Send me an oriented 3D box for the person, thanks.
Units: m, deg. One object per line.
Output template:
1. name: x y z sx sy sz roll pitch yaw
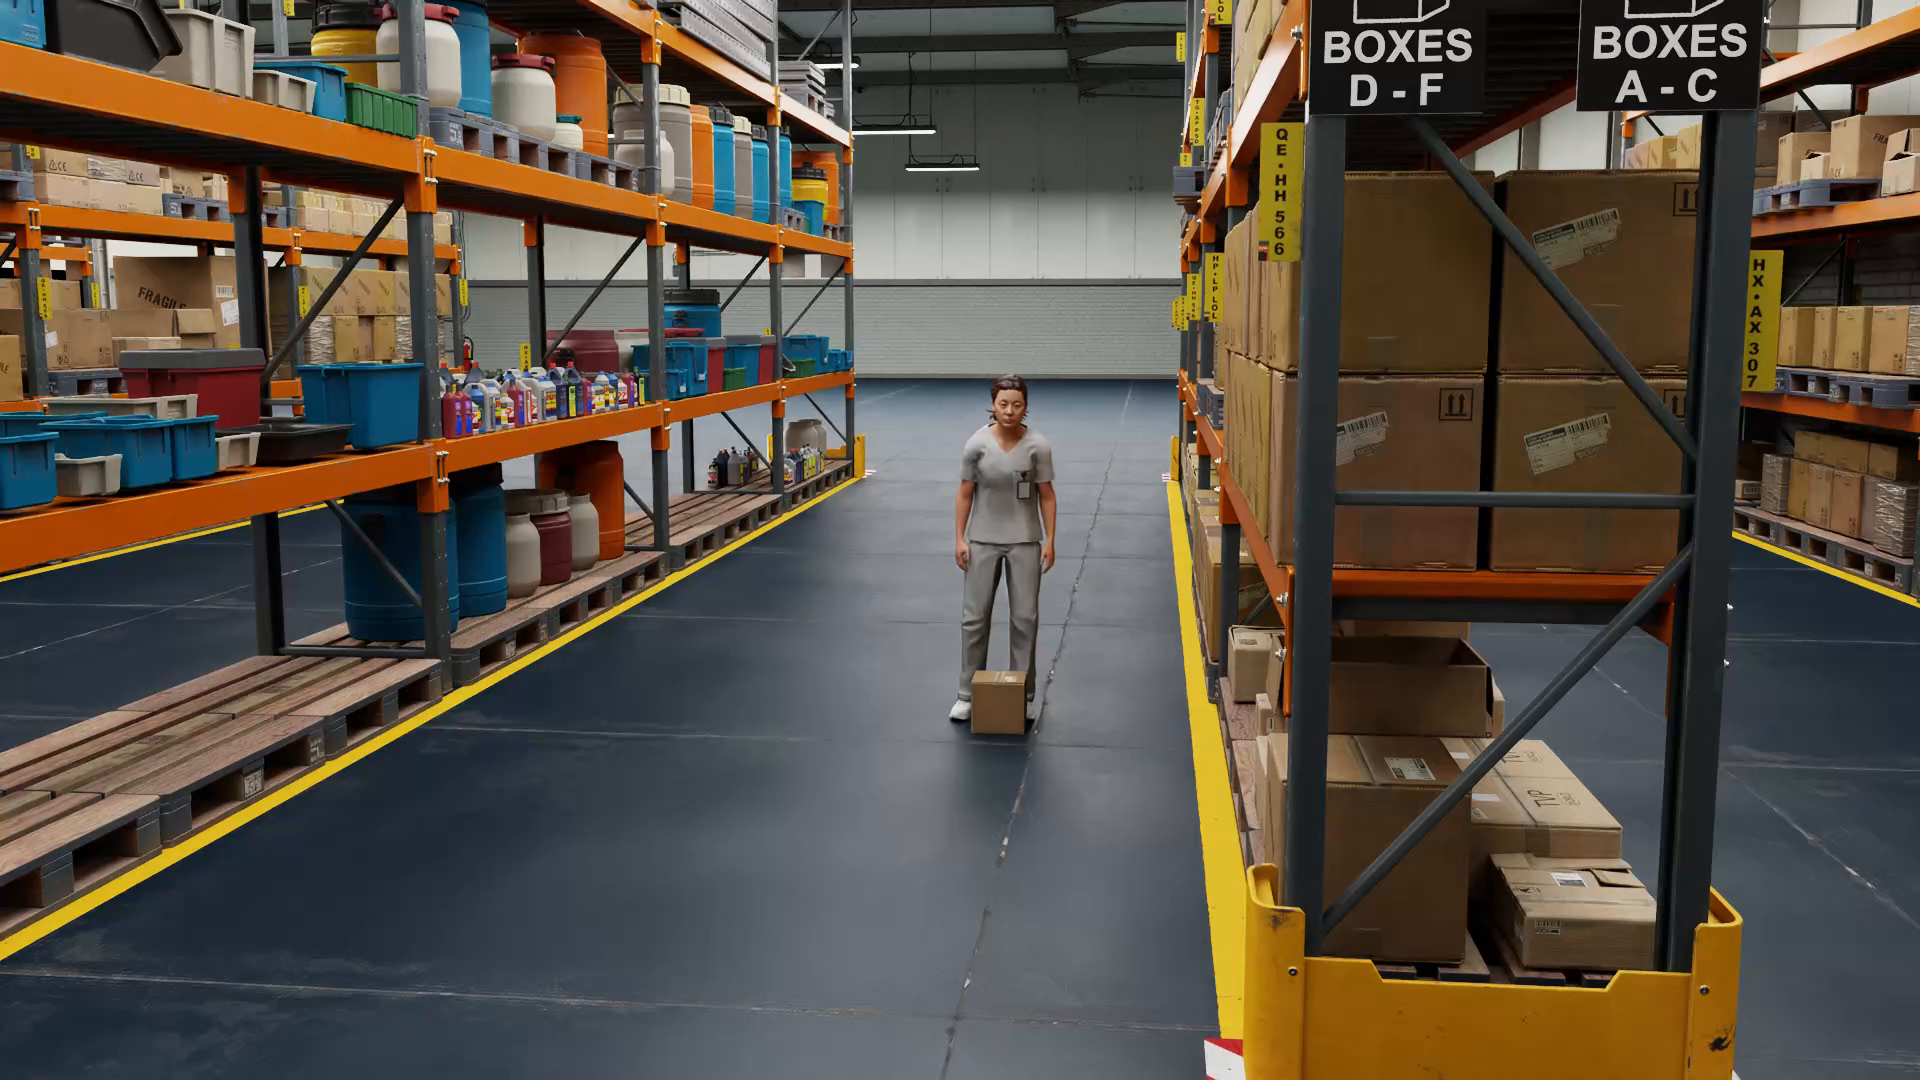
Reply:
1. person: 0.210 0.034 8.056 0.514 1.672 0.355 0 8 3
